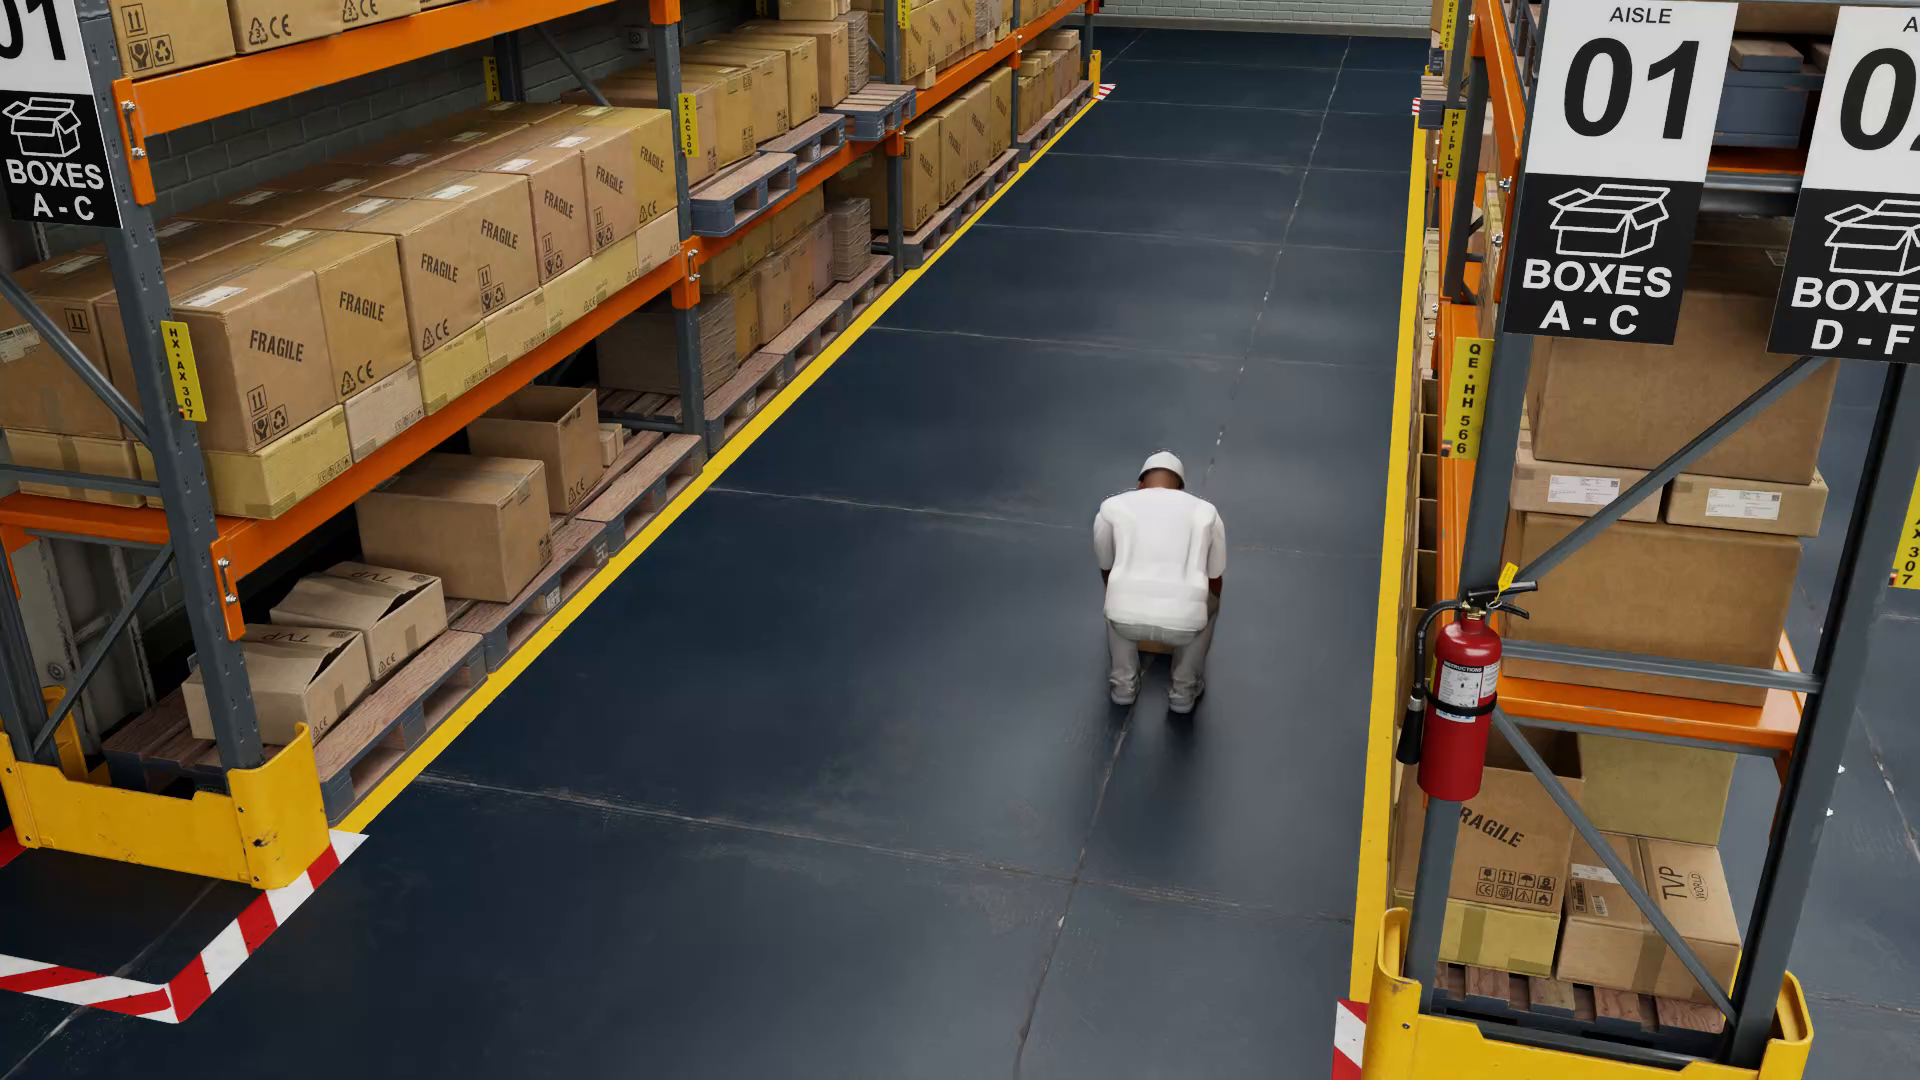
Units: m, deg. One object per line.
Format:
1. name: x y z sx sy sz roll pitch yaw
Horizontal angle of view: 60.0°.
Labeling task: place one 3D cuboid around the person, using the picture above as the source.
1. person: 0.835 0.185 7.163 0.572 0.941 0.897 6 26 13
